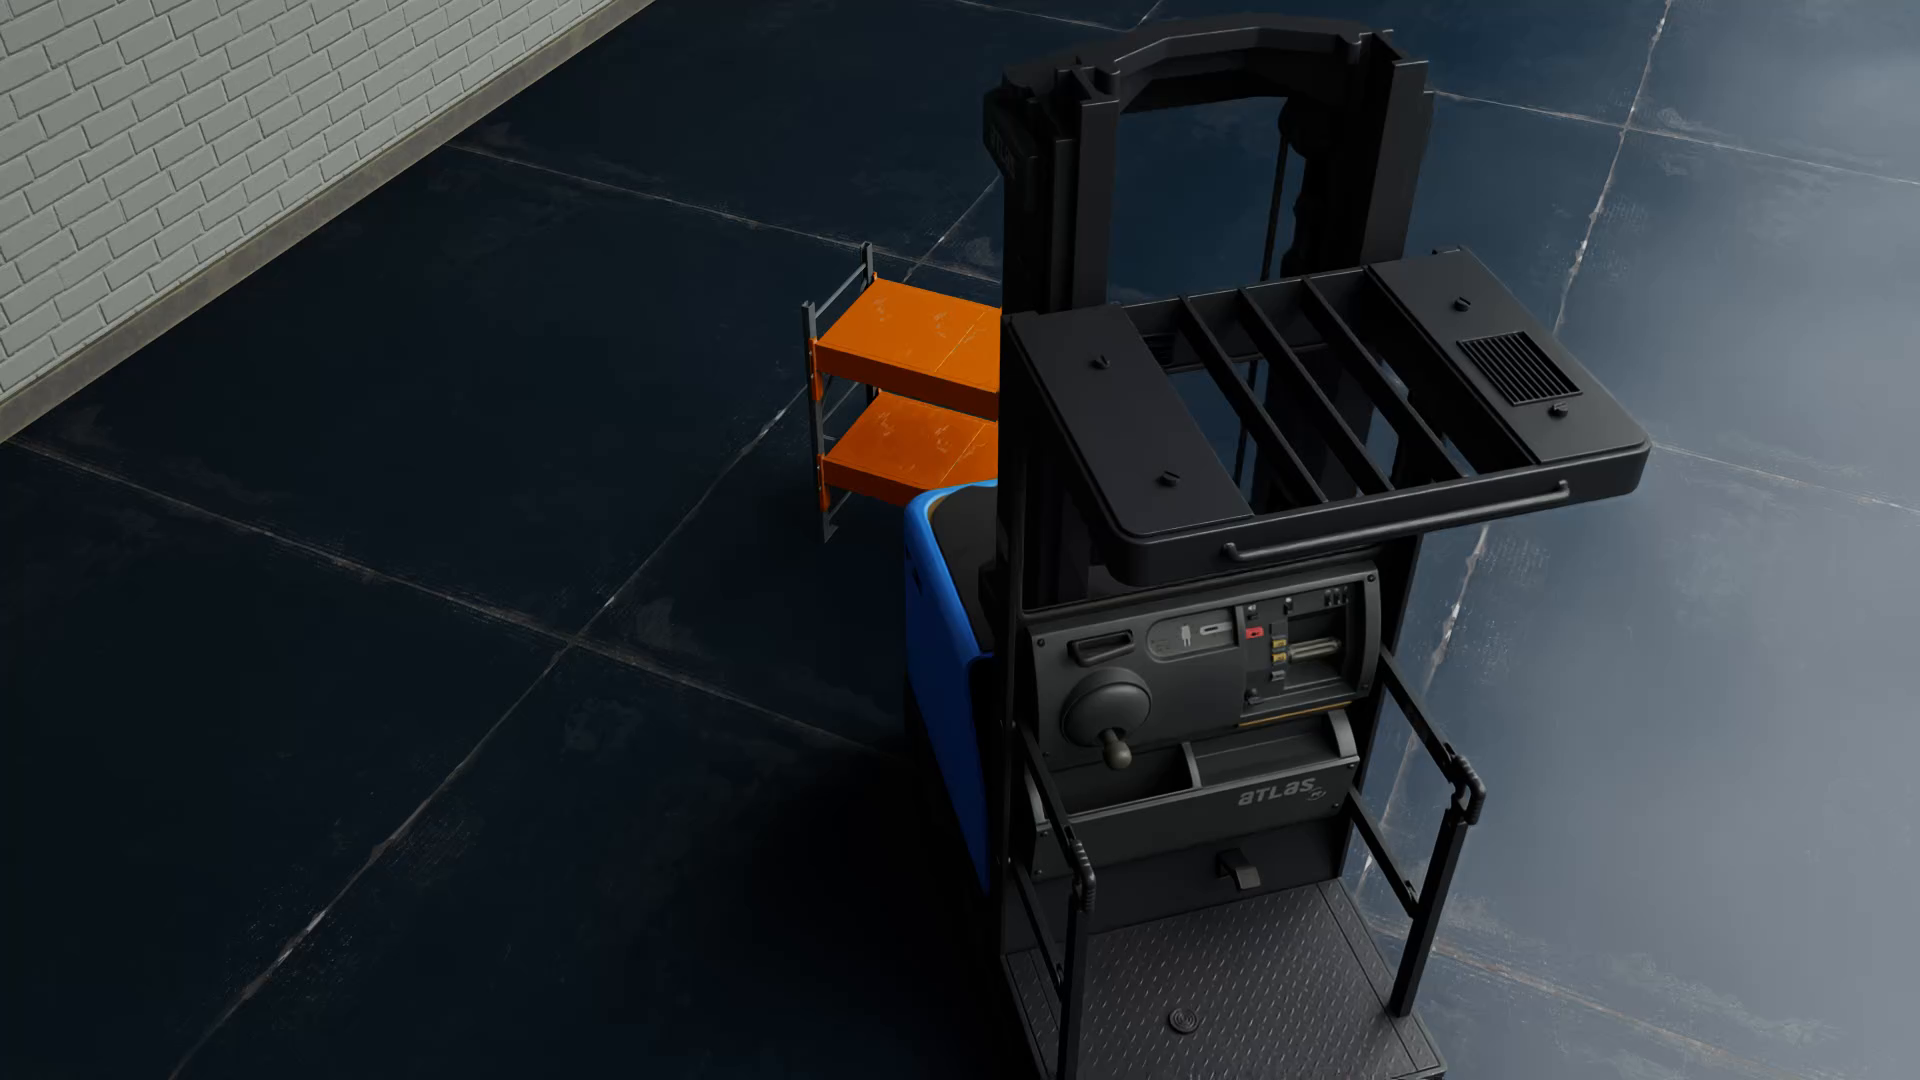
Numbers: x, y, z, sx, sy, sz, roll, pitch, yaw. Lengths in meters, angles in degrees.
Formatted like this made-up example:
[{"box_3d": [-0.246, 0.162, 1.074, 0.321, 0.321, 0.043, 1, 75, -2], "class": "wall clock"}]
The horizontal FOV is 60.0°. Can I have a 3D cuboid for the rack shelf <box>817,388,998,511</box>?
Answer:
[{"box_3d": [0.006, -0.238, 6.540, 1.000, 0.278, 0.538, 17, 44, 19], "class": "rack shelf"}]

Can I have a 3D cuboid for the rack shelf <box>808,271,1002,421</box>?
[{"box_3d": [0.006, -0.644, 6.188, 1.000, 0.278, 0.538, 17, 44, 19], "class": "rack shelf"}]

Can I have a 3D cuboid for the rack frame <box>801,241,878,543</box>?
[{"box_3d": [-0.455, -0.564, 6.542, 0.032, 1.125, 0.500, 17, 44, 19], "class": "rack frame"}]

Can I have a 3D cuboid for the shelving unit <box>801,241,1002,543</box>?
[{"box_3d": [0.006, -0.423, 6.379, 1.048, 1.125, 0.538, 17, 44, 19], "class": "shelving unit"}]

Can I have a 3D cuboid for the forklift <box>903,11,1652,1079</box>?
[{"box_3d": [0.688, 0.402, 4.048, 1.130, 2.935, 3.031, -10, 42, -12], "class": "forklift"}]
